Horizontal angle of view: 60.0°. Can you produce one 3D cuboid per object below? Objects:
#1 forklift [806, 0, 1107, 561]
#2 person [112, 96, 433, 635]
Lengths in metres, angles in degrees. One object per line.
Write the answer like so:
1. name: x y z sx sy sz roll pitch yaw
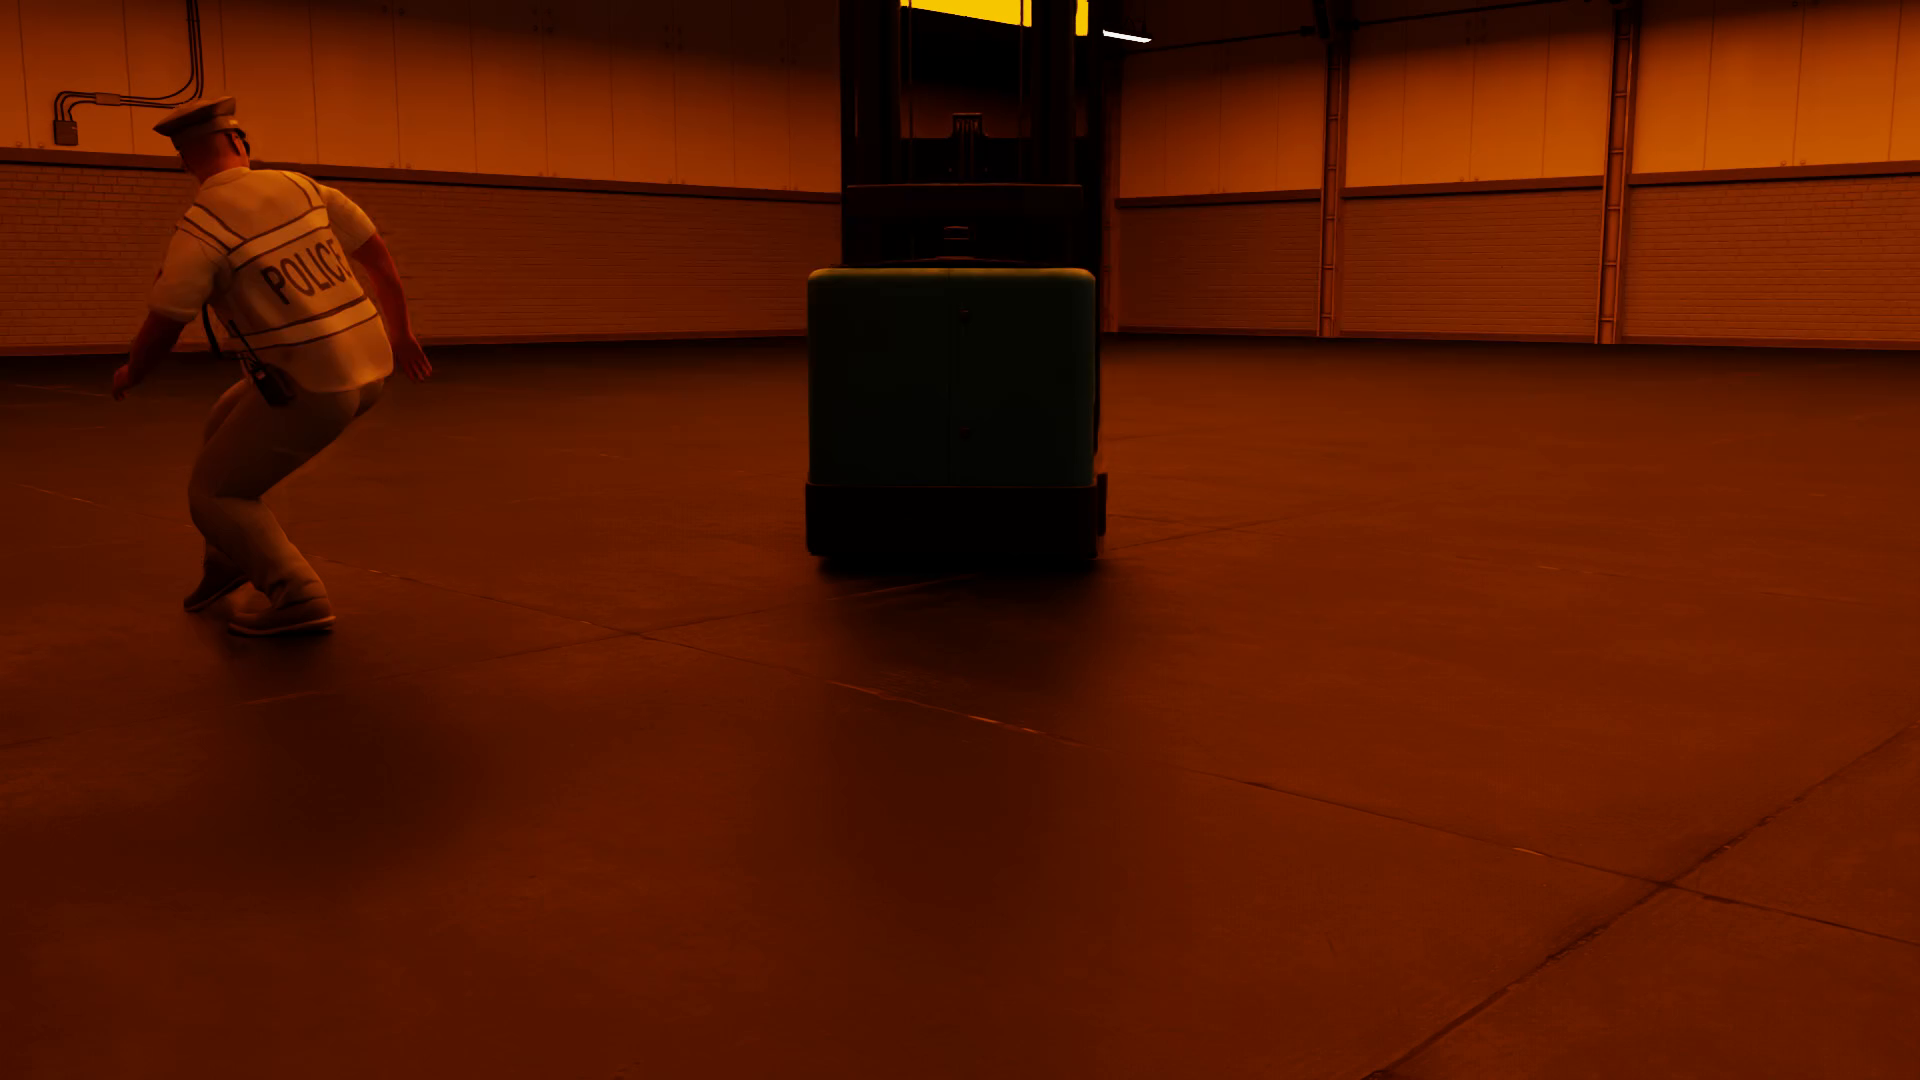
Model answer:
1. forklift: 0.066 -1.554 7.197 1.130 2.935 3.031 1 9 4
2. person: -2.127 -0.523 5.029 0.777 1.569 0.773 2 9 13
